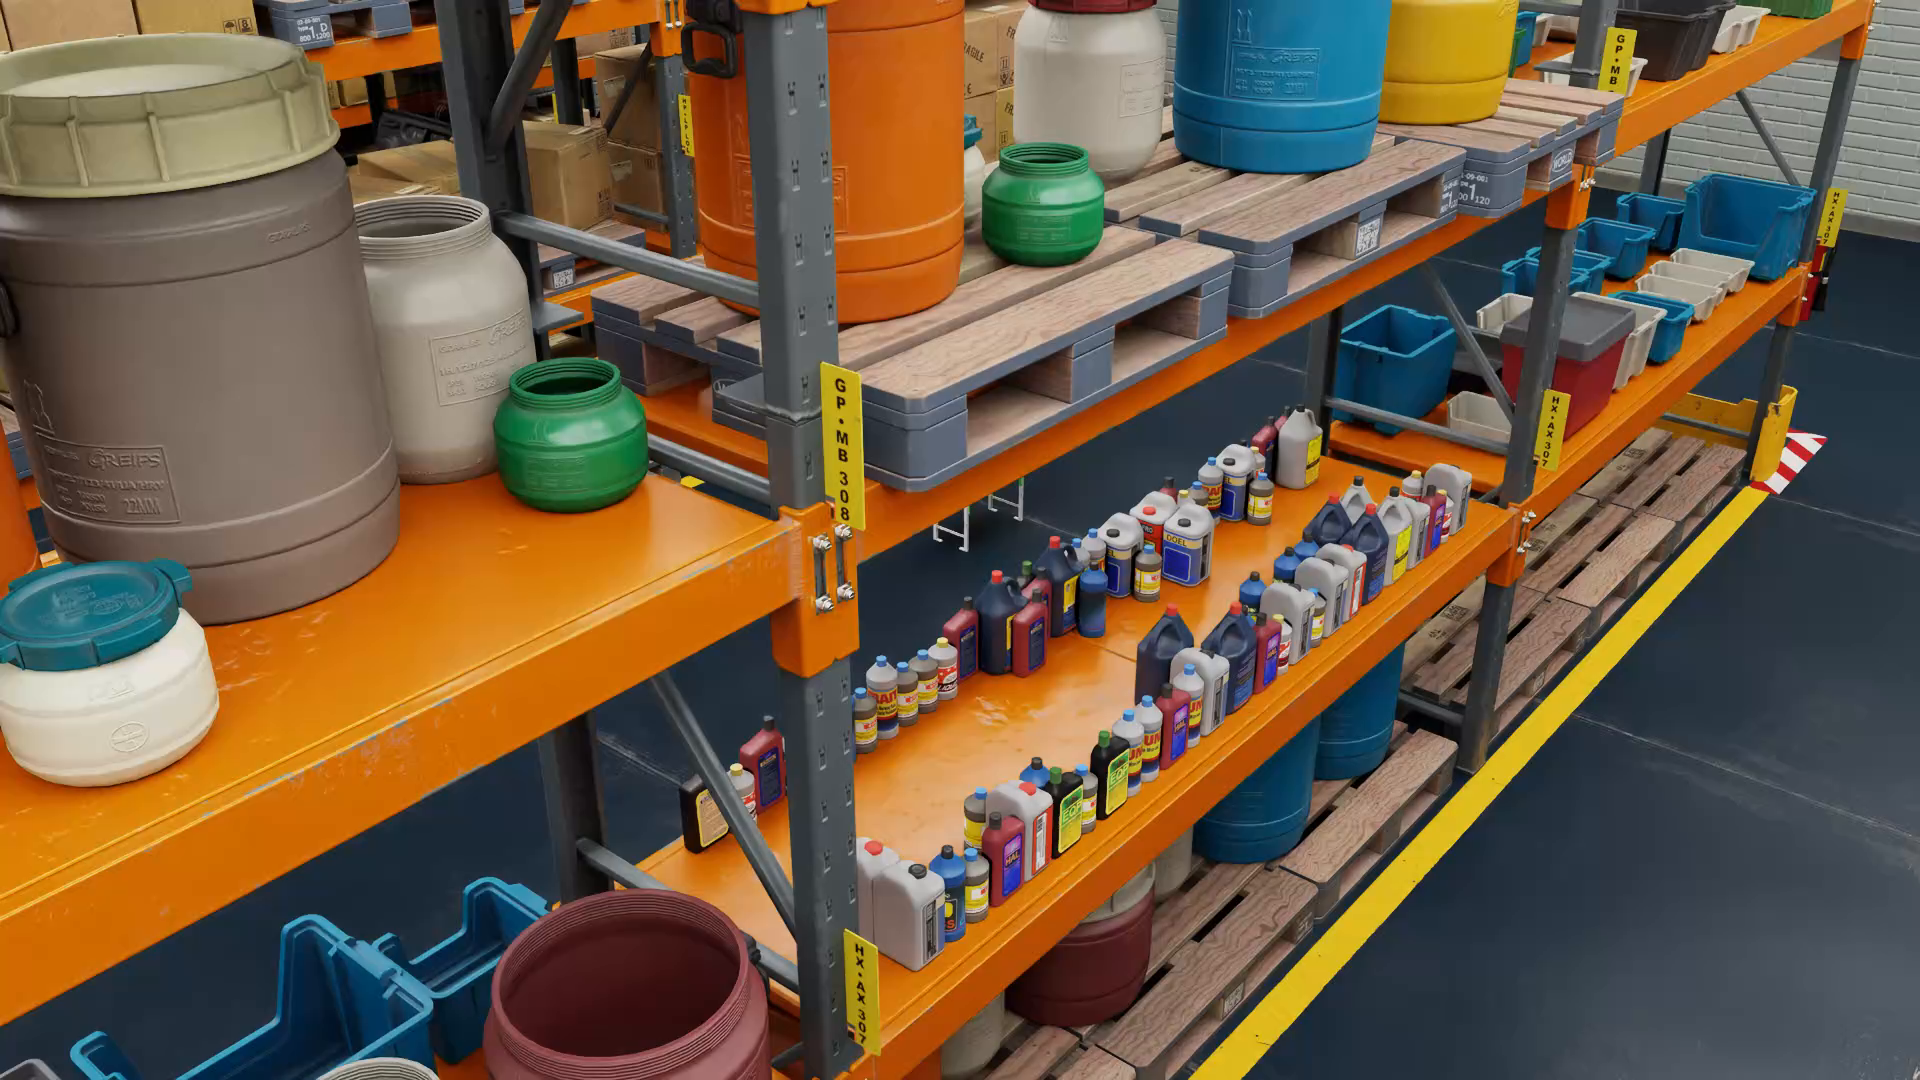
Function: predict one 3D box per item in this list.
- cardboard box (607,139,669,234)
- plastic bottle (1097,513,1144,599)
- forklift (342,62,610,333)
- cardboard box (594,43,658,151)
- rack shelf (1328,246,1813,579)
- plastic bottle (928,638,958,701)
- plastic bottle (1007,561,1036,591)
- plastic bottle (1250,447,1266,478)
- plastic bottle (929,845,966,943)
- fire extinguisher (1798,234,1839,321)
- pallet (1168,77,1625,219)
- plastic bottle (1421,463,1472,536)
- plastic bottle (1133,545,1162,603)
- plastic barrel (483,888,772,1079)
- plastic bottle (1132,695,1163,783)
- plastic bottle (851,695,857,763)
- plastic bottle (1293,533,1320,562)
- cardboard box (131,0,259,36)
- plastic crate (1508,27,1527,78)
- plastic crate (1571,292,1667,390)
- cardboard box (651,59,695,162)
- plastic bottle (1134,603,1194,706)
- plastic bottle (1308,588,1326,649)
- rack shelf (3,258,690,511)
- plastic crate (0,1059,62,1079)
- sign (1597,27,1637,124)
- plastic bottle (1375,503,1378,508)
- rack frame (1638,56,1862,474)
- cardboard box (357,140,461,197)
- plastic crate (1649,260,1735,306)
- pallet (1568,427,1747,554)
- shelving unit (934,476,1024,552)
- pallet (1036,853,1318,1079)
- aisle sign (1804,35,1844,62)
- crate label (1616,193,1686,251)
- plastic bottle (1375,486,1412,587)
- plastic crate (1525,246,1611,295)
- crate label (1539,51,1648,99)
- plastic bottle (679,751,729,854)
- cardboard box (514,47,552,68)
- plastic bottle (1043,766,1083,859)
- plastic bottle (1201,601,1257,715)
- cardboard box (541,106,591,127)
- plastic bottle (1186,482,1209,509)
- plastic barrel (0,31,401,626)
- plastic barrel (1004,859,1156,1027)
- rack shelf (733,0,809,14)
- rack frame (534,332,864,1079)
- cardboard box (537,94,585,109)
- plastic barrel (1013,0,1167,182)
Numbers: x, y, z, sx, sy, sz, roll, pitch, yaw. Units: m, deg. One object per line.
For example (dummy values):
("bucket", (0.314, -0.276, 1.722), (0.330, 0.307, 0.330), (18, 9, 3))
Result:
("cardboard box", (-1.808, -2.213, 10.154), (0.500, 0.500, 0.500), (21, 34, 35))
("plastic bottle", (0.567, 0.051, 6.021), (0.152, 0.276, 0.135), (21, 34, 34))
("forklift", (-3.814, -2.625, 11.135), (1.130, 2.935, 3.031), (22, 35, 36))
("cardboard box", (-1.806, -2.659, 9.929), (0.500, 0.500, 0.500), (21, 34, 35))
("rack shelf", (3.164, -0.857, 8.424), (1.077, 0.370, 4.000), (21, 34, 34))
("plastic bottle", (-0.056, 0.412, 5.405), (0.097, 0.201, 0.097), (0, 27, 0))
("plastic bottle", (0.205, 0.217, 5.693), (0.061, 0.283, 0.133), (21, 34, 34))
("plastic bottle", (1.185, -0.280, 6.743), (0.097, 0.201, 0.097), (0, 27, 0))
("plastic bottle", (-0.033, 0.916, 4.354), (0.097, 0.271, 0.097), (0, 27, 0))
("fire extinguisher", (4.883, -1.606, 9.580), (0.296, 0.674, 0.183), (21, 34, 34))
("pallet", (1.469, -1.409, 5.650), (1.213, 0.211, 1.003), (21, 34, 34))
("plastic bottle", (1.891, -0.178, 6.464), (0.152, 0.276, 0.135), (21, 34, 34))
("plastic bottle", (0.675, 0.114, 5.981), (0.097, 0.201, 0.097), (0, 27, 0))
("plastic barrel", (-0.714, 1.144, 3.626), (0.600, 0.536, 0.708), (21, 34, 34))
("plastic bottle", (0.555, 0.589, 4.988), (0.097, 0.271, 0.097), (0, 27, 0))
("plastic bottle", (-0.366, 0.554, 5.055), (0.097, 0.271, 0.097), (0, 27, 0))
("plastic bottle", (1.230, 0.103, 5.927), (0.097, 0.271, 0.097), (0, 27, 0))
("cardboard box", (-3.565, -2.404, 7.259), (0.910, 0.500, 0.500), (21, 34, 34))
("plastic crate", (1.928, -1.944, 6.709), (0.450, 0.188, 0.662), (21, 34, 34))
("plastic crate", (3.005, -0.929, 7.844), (0.437, 0.282, 0.530), (21, 34, 34))
("cardboard box", (-1.411, -2.489, 9.600), (0.500, 0.500, 0.500), (22, 34, 36))
("plastic bottle", (0.656, 0.370, 5.323), (0.144, 0.351, 0.185), (21, 34, 34))
("plastic bottle", (1.199, 0.261, 5.698), (0.097, 0.201, 0.097), (0, 27, 0))
("rack shelf", (-3.200, -0.887, 8.484), (1.077, 0.370, 4.000), (21, 34, 34))
("plastic crate", (-1.916, 1.406, 3.197), (0.402, 0.464, 0.583), (21, 34, 34))
("sign", (2.315, -1.642, 5.885), (0.100, 0.325, 0.005), (21, 34, 34))
("plastic bottle", (1.550, -0.045, 6.288), (0.097, 0.201, 0.097), (0, 27, 0))
("rack frame", (4.436, -1.885, 9.630), (1.000, 3.000, 0.127), (21, 34, 34))
("cardboard box", (-2.790, -1.782, 8.864), (0.500, 0.500, 0.700), (-22, 35, -36))
("plastic crate", (3.862, -1.354, 8.825), (0.396, 0.136, 0.243), (21, 34, 34))
("pallet", (3.882, -0.366, 9.727), (1.003, 0.211, 1.213), (21, 34, 34))
("shelving unit", (0.105, -0.592, 9.088), (0.258, 1.200, 0.503), (21, 34, 34))
("pallet", (0.593, 1.467, 6.184), (1.003, 0.211, 1.213), (21, 34, 34))
("aisle sign", (4.708, -2.980, 8.916), (0.394, 0.787, 0.004), (21, 34, 34))
("crate label", (4.025, -1.846, 9.671), (0.416, 0.233, 0.303), (21, 34, 34))
("plastic bottle", (1.560, -0.024, 6.085), (0.144, 0.351, 0.185), (21, 34, 34))
("plastic crate", (3.188, -1.379, 8.769), (0.416, 0.233, 0.300), (21, 34, 34))
("crate label", (2.426, -1.771, 6.432), (0.293, 0.136, 0.466), (21, 34, 34))
("plastic bottle", (-0.724, 0.735, 4.692), (0.061, 0.283, 0.133), (21, 34, 34))
("cardboard box", (-3.979, -4.469, 14.297), (0.980, 0.700, 0.700), (20, 34, 34))
("plastic bottle", (0.287, 0.746, 4.671), (0.061, 0.283, 0.133), (21, 34, 34))
("plastic bottle", (0.859, 0.367, 5.330), (0.144, 0.351, 0.185), (21, 34, 34))
("cardboard box", (-3.517, -3.769, 14.828), (0.380, 0.149, 0.250), (20, 34, 34))
("plastic bottle", (0.914, -0.129, 6.450), (0.097, 0.201, 0.097), (0, 27, 0))
("plastic barrel", (-1.342, -0.376, 2.902), (0.600, 0.901, 0.600), (0, 27, 0))
("plastic barrel", (0.364, 1.257, 5.723), (0.600, 0.588, 0.708), (21, 34, 34))
("rack shelf", (-1.924, -0.507, 1.655), (1.077, 0.370, 4.000), (21, 34, 34))
("rack frame", (-0.652, 0.951, 4.147), (1.000, 3.000, 0.127), (21, 34, 34))
("cardboard box", (-3.651, -3.970, 15.218), (0.380, 0.149, 0.250), (21, 34, 35))
("plastic barrel", (0.359, -1.301, 4.630), (0.433, 0.535, 0.433), (0, 27, 0))
